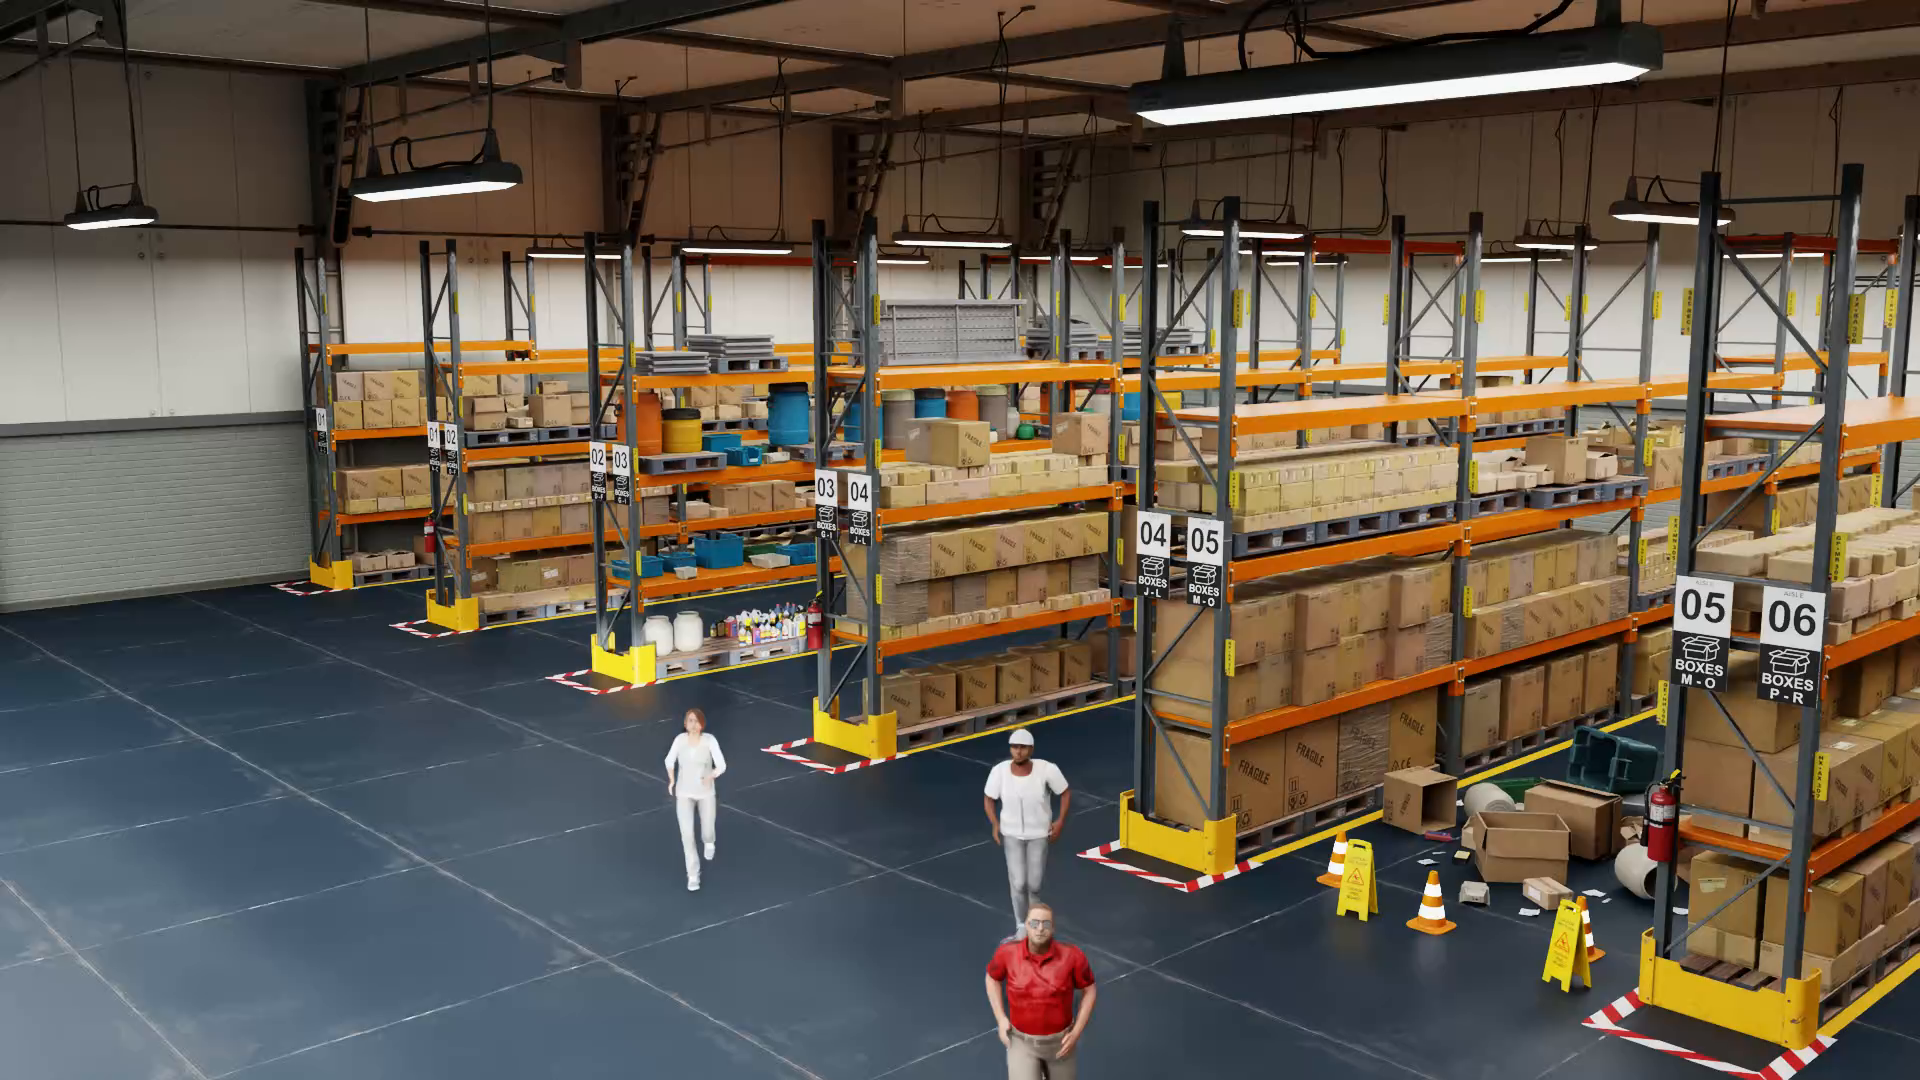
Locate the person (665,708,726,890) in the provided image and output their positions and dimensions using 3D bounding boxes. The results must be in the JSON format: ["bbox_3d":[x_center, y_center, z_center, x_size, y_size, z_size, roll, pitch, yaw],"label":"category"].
[{"bbox_3d":[-2.345,2.261,14.728,0.546,1.536,0.722,0,8,-3],"label":"person"}]

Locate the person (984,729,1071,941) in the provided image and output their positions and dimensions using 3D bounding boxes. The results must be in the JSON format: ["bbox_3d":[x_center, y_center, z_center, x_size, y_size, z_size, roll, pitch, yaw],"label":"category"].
[{"bbox_3d":[0.540,2.358,13.461,0.705,1.736,0.664,1,9,10],"label":"person"}]

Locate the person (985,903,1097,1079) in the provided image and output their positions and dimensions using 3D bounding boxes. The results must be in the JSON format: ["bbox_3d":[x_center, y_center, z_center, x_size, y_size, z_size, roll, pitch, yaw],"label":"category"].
[{"bbox_3d":[0.477,2.947,9.744,0.647,1.717,0.983,0,8,-2],"label":"person"}]

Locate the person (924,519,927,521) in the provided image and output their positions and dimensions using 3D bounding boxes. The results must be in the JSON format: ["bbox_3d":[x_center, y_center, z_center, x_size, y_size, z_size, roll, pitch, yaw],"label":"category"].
[{"bbox_3d":[-0.900,0.009,27.950,0.572,1.726,0.686,8,12,44],"label":"person"}]
